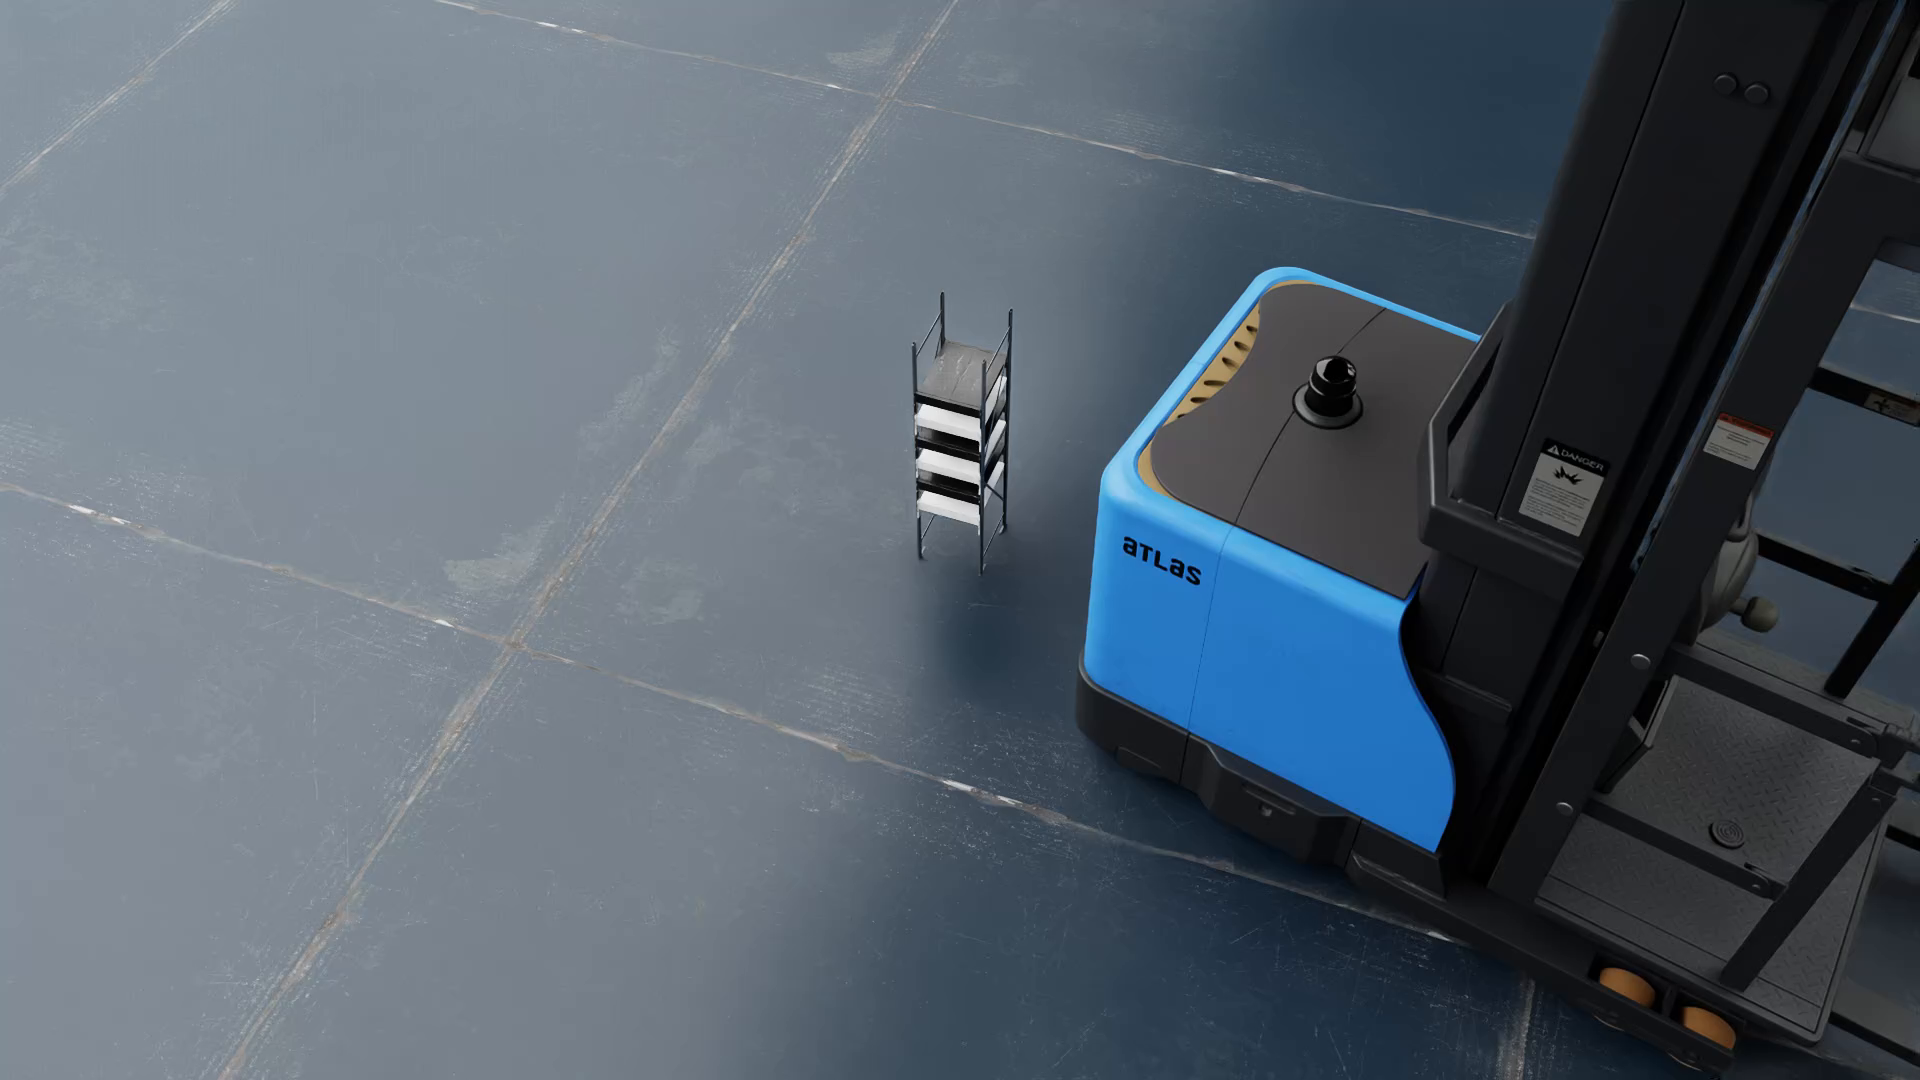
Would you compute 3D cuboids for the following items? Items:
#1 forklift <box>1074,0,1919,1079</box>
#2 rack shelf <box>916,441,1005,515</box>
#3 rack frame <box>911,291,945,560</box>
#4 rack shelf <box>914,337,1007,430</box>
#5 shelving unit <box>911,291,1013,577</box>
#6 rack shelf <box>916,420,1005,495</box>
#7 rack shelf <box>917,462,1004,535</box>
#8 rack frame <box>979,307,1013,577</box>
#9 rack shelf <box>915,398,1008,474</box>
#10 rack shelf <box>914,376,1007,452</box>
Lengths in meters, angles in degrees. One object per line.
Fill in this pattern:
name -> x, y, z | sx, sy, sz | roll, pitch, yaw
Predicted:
forklift -> 1.843, -0.116, 3.411 | 3.031, 2.935, 1.130 | 26, 54, 20
rack shelf -> 0.008, -0.212, 5.001 | 0.200, 0.077, 0.258 | 16, 51, 13
rack frame -> -0.088, -0.319, 4.931 | 0.006, 0.900, 0.240 | 16, 51, 13
rack shelf -> 0.008, -0.448, 4.729 | 0.200, 0.077, 0.258 | 16, 51, 13
shelving unit -> 0.008, -0.293, 4.908 | 0.210, 0.900, 0.258 | 16, 51, 13
rack shelf -> 0.008, -0.271, 4.933 | 0.200, 0.077, 0.258 | 16, 51, 13
rack shelf -> 0.008, -0.153, 5.069 | 0.200, 0.077, 0.258 | 16, 51, 13
rack frame -> 0.103, -0.266, 4.885 | 0.006, 0.900, 0.240 | 16, 51, 13
rack shelf -> 0.008, -0.330, 4.865 | 0.200, 0.077, 0.258 | 16, 51, 13
rack shelf -> 0.008, -0.389, 4.797 | 0.200, 0.077, 0.258 | 16, 51, 13
